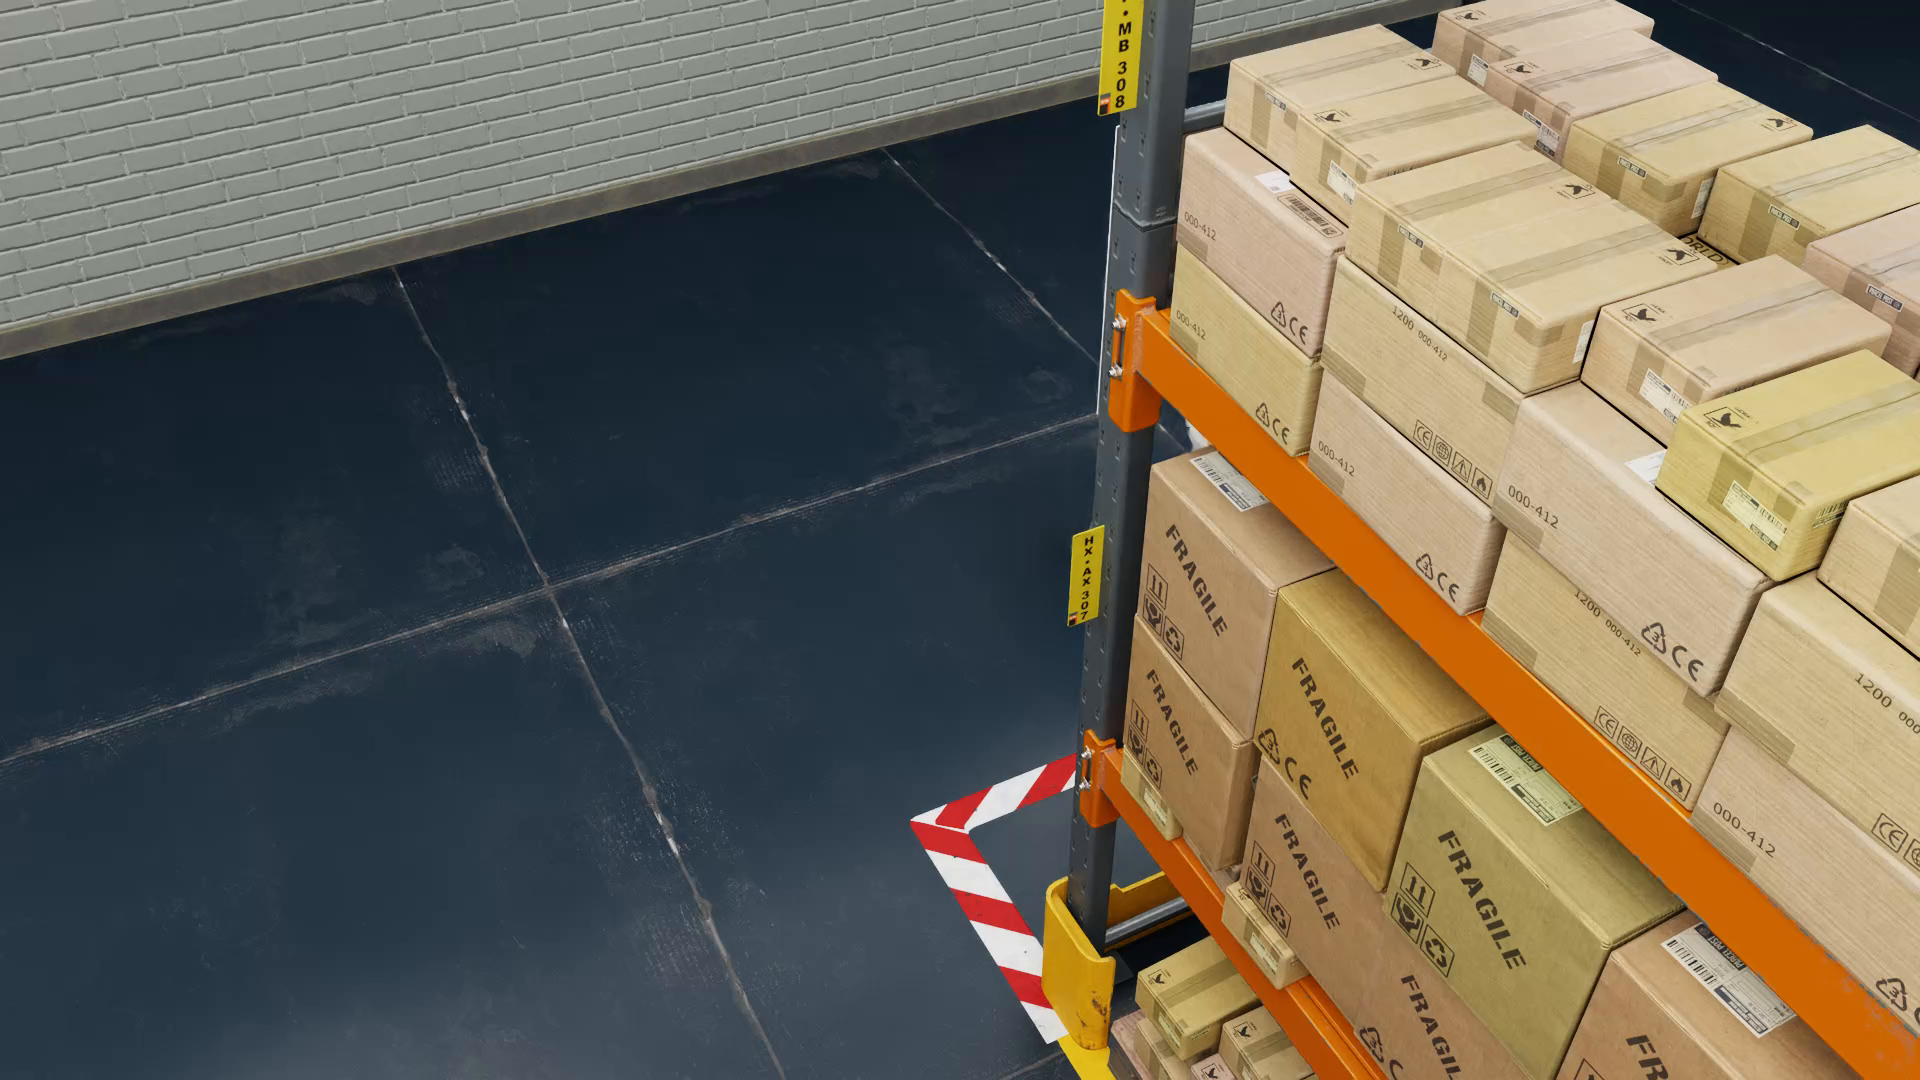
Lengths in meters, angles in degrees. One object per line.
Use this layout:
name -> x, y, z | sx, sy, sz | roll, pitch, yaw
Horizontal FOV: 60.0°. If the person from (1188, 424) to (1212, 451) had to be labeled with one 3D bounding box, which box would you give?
person -> 1.073, -0.405, 6.604 | 0.560, 1.774, 0.607 | 18, 44, 20
